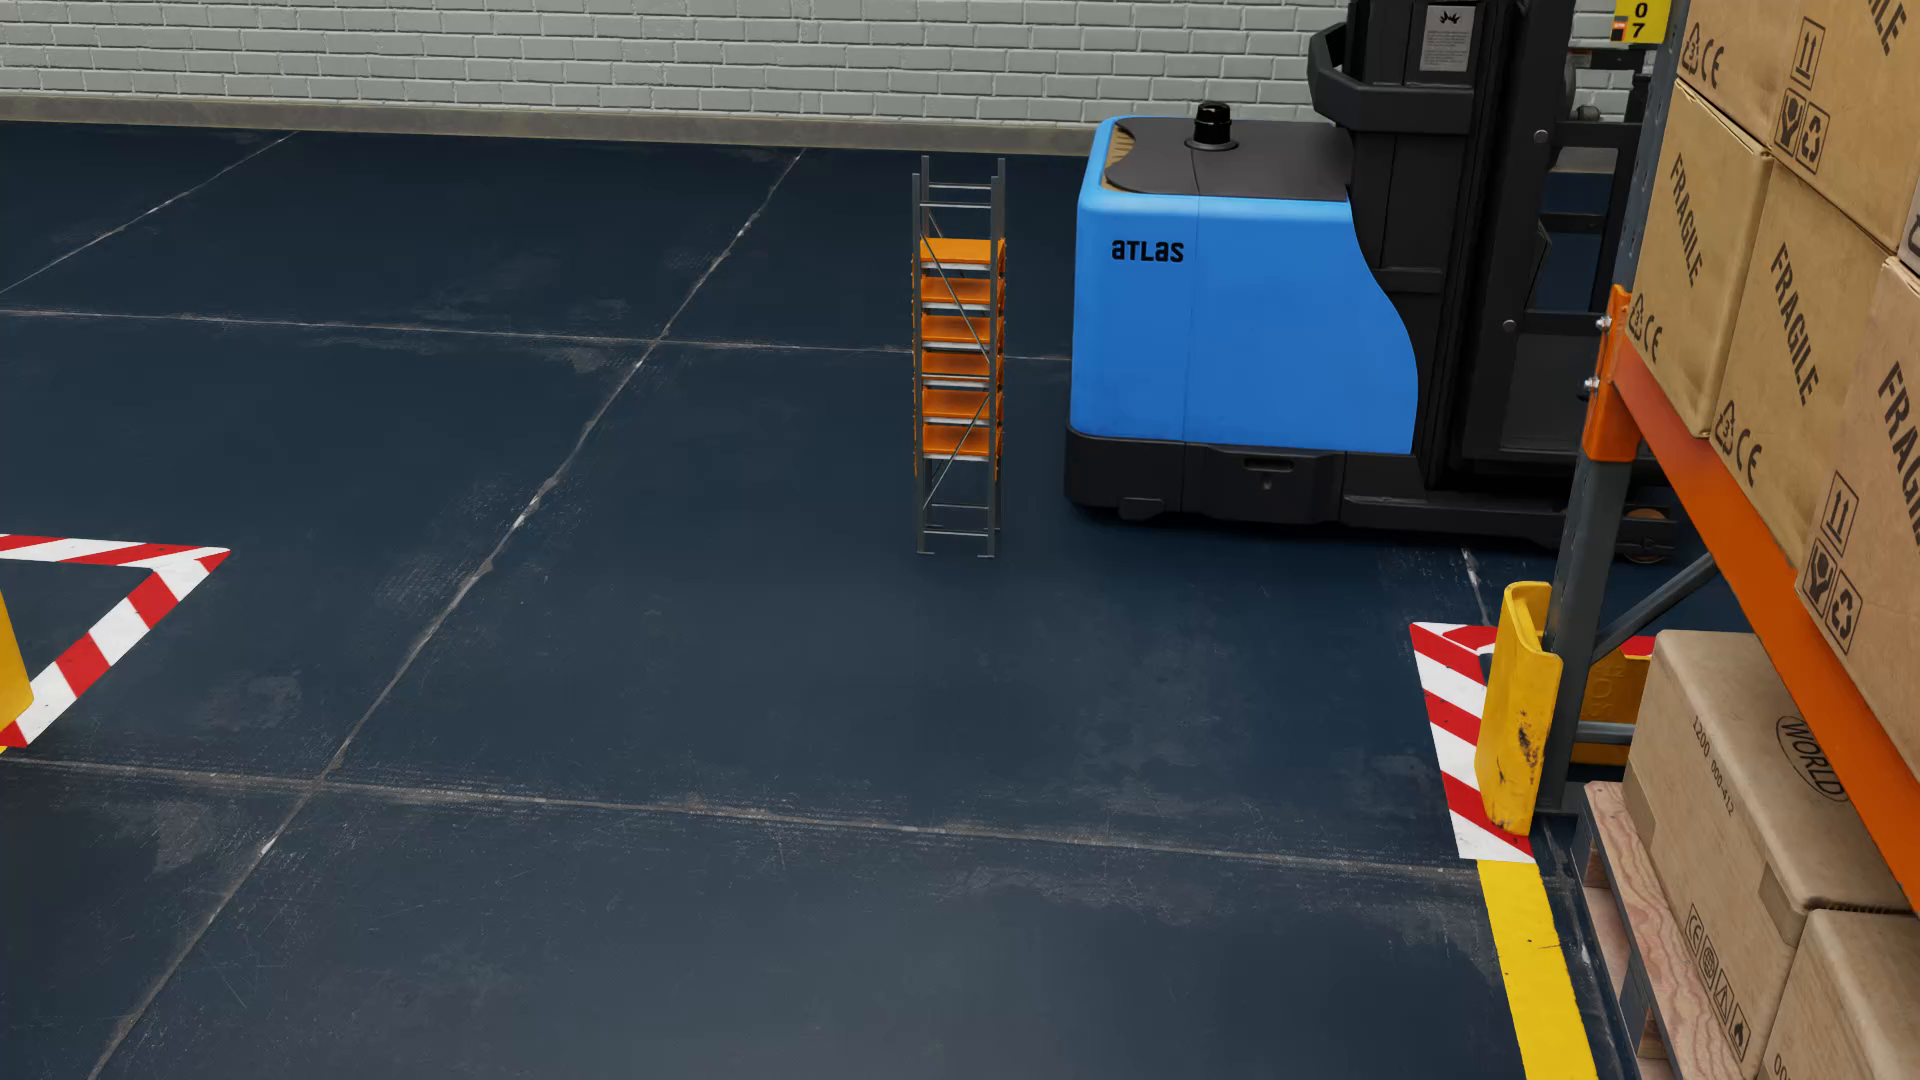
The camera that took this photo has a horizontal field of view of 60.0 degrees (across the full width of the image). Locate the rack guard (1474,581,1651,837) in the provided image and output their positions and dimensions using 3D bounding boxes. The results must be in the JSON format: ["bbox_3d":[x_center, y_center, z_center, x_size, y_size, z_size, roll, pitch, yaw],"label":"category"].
[{"bbox_3d":[1.866,0.431,3.923,1.175,0.500,0.348,3,28,6],"label":"rack guard"}]

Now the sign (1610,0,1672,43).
[{"bbox_3d":[1.313,-1.110,3.151,0.100,0.325,0.005,3,28,6],"label":"sign"}]

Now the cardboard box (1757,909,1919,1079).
[{"bbox_3d":[1.777,1.032,2.430,0.875,0.438,0.875,4,29,8],"label":"cardboard box"}]

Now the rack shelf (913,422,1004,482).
[{"bbox_3d":[-0.002,-0.271,5.088,0.258,0.103,0.180,3,28,6],"label":"rack shelf"}]

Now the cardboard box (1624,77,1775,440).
[{"bbox_3d":[1.519,-0.493,2.898,0.500,0.500,0.500,3,28,6],"label":"cardboard box"}]

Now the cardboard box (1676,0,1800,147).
[{"bbox_3d":[1.521,-0.933,2.660,0.500,0.500,0.500,3,28,5],"label":"cardboard box"}]

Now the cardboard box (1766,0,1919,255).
[{"bbox_3d":[1.465,-0.690,2.208,0.500,0.500,0.500,3,28,5],"label":"cardboard box"}]

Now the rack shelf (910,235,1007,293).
[{"bbox_3d":[-0.002,-0.799,4.803,0.258,0.103,0.180,3,28,6],"label":"rack shelf"}]

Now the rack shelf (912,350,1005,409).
[{"bbox_3d":[-0.002,-0.482,4.974,0.258,0.103,0.180,3,28,6],"label":"rack shelf"}]

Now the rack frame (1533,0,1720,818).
[{"bbox_3d":[1.863,-0.658,3.310,1.000,3.000,0.127,3,28,6],"label":"rack frame"}]

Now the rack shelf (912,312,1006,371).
[{"bbox_3d":[-0.002,-0.588,4.917,0.258,0.103,0.180,3,28,6],"label":"rack shelf"}]

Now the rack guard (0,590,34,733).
[{"bbox_3d":[-3.072,0.238,4.282,1.175,0.500,0.348,3,28,6],"label":"rack guard"}]

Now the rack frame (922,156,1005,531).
[{"bbox_3d":[0.009,-0.564,5.033,0.240,1.200,0.006,3,28,6],"label":"rack frame"}]

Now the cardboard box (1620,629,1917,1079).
[{"bbox_3d":[1.881,0.601,3.230,0.875,0.438,0.875,2,28,4],"label":"cardboard box"}]

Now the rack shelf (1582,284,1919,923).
[{"bbox_3d":[1.618,0.600,1.733,1.077,0.370,4.000,3,28,6],"label":"rack shelf"}]

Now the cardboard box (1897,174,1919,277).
[{"bbox_3d":[1.410,-0.447,1.757,0.500,0.500,0.500,3,28,6],"label":"cardboard box"}]

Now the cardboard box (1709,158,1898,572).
[{"bbox_3d":[1.485,-0.254,2.453,0.500,0.500,0.500,3,28,5],"label":"cardboard box"}]

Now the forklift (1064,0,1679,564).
[{"bbox_3d":[1.896,-1.487,4.919,3.031,2.935,1.130,4,29,7],"label":"forklift"}]

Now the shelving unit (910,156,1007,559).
[{"bbox_3d":[-0.002,-0.521,4.953,0.258,1.200,0.189,3,28,6],"label":"shelving unit"}]

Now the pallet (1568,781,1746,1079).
[{"bbox_3d":[1.842,0.950,3.264,1.003,0.211,1.213,3,28,6],"label":"pallet"}]

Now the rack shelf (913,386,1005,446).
[{"bbox_3d":[-0.002,-0.377,5.031,0.258,0.103,0.180,3,28,6],"label":"rack shelf"}]

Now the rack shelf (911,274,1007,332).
[{"bbox_3d":[-0.002,-0.694,4.860,0.258,0.103,0.180,3,28,6],"label":"rack shelf"}]

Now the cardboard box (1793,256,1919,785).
[{"bbox_3d":[1.405,-0.015,2.010,0.500,0.500,0.500,3,28,6],"label":"cardboard box"}]

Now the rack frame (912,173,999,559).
[{"bbox_3d":[-0.013,-0.478,4.873,0.240,1.200,0.006,3,28,6],"label":"rack frame"}]
